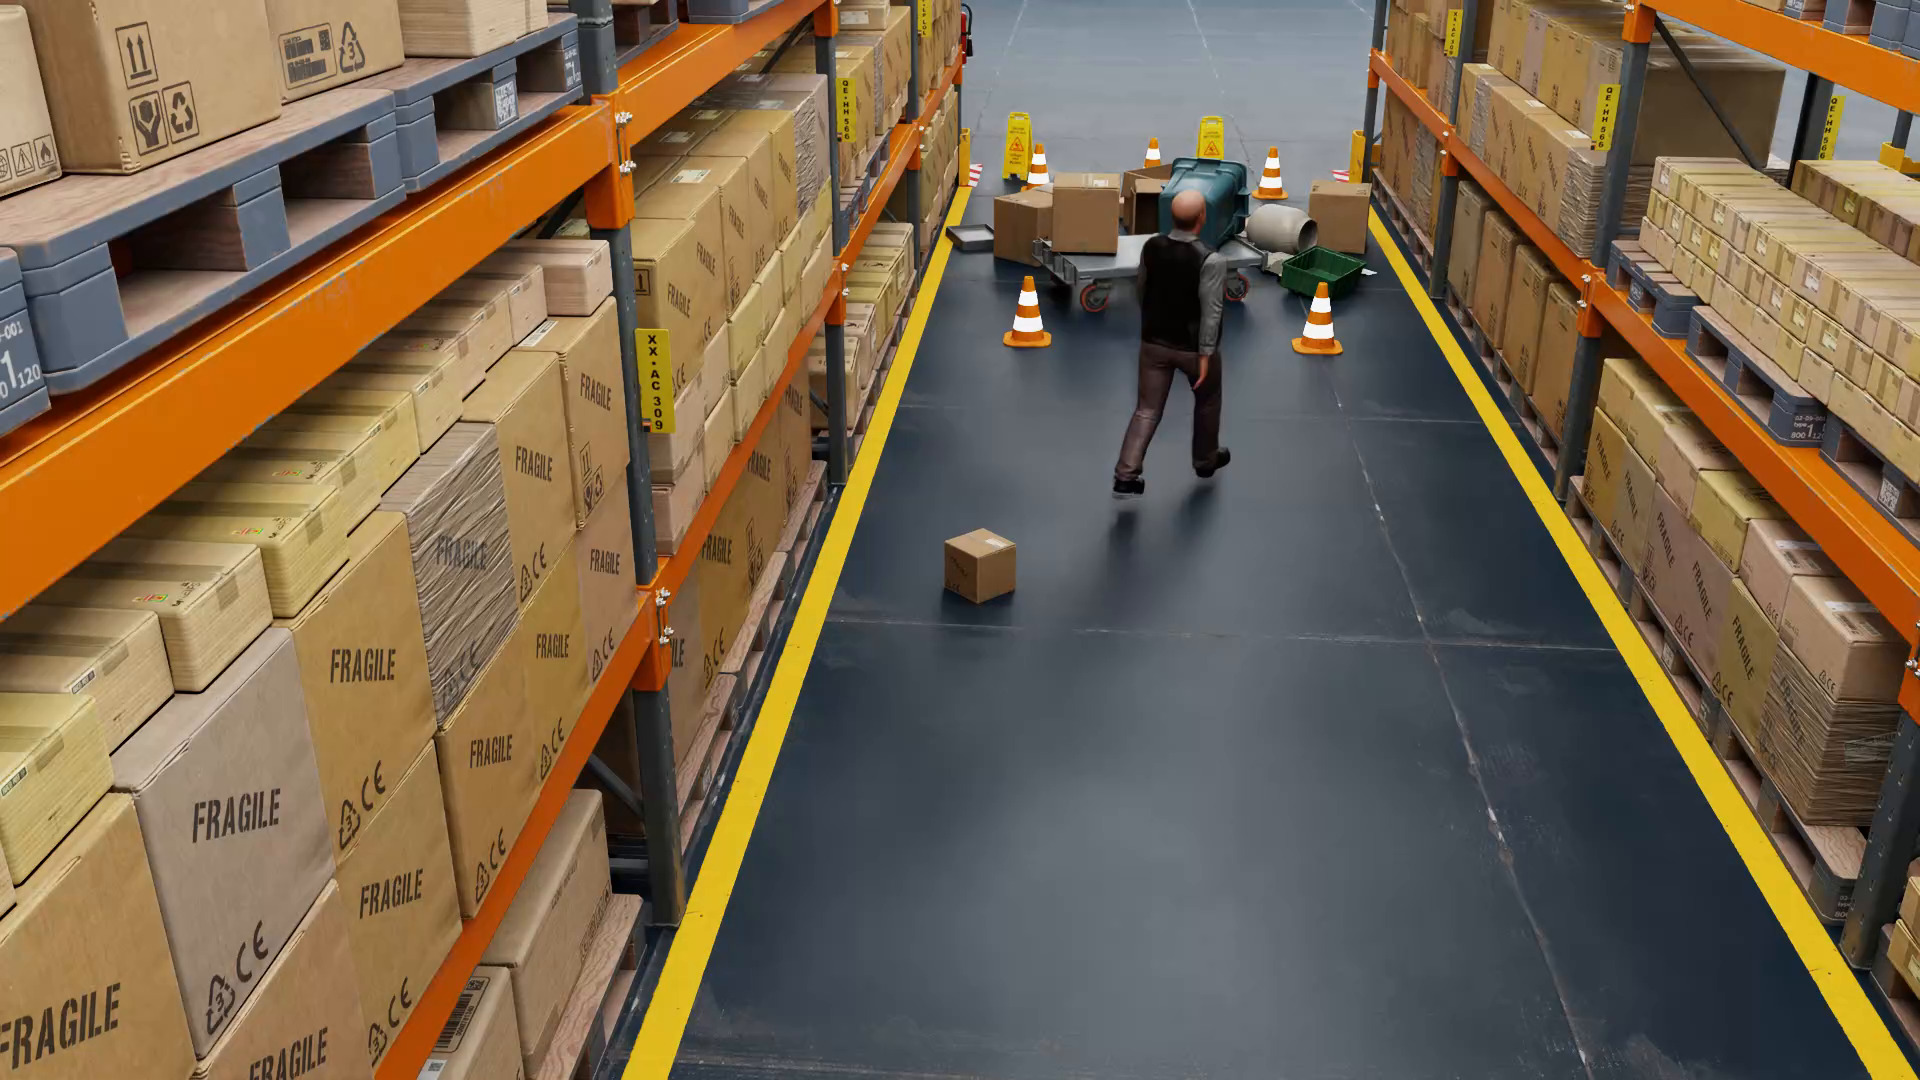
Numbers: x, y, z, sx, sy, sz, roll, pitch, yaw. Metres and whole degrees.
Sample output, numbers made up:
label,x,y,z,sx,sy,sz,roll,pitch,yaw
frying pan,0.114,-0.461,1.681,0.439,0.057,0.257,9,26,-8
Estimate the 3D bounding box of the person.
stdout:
label,x,y,z,sx,sy,sz,roll,pitch,yaw
person,1.180,-1.061,8.976,0.545,1.680,1.015,13,28,27
